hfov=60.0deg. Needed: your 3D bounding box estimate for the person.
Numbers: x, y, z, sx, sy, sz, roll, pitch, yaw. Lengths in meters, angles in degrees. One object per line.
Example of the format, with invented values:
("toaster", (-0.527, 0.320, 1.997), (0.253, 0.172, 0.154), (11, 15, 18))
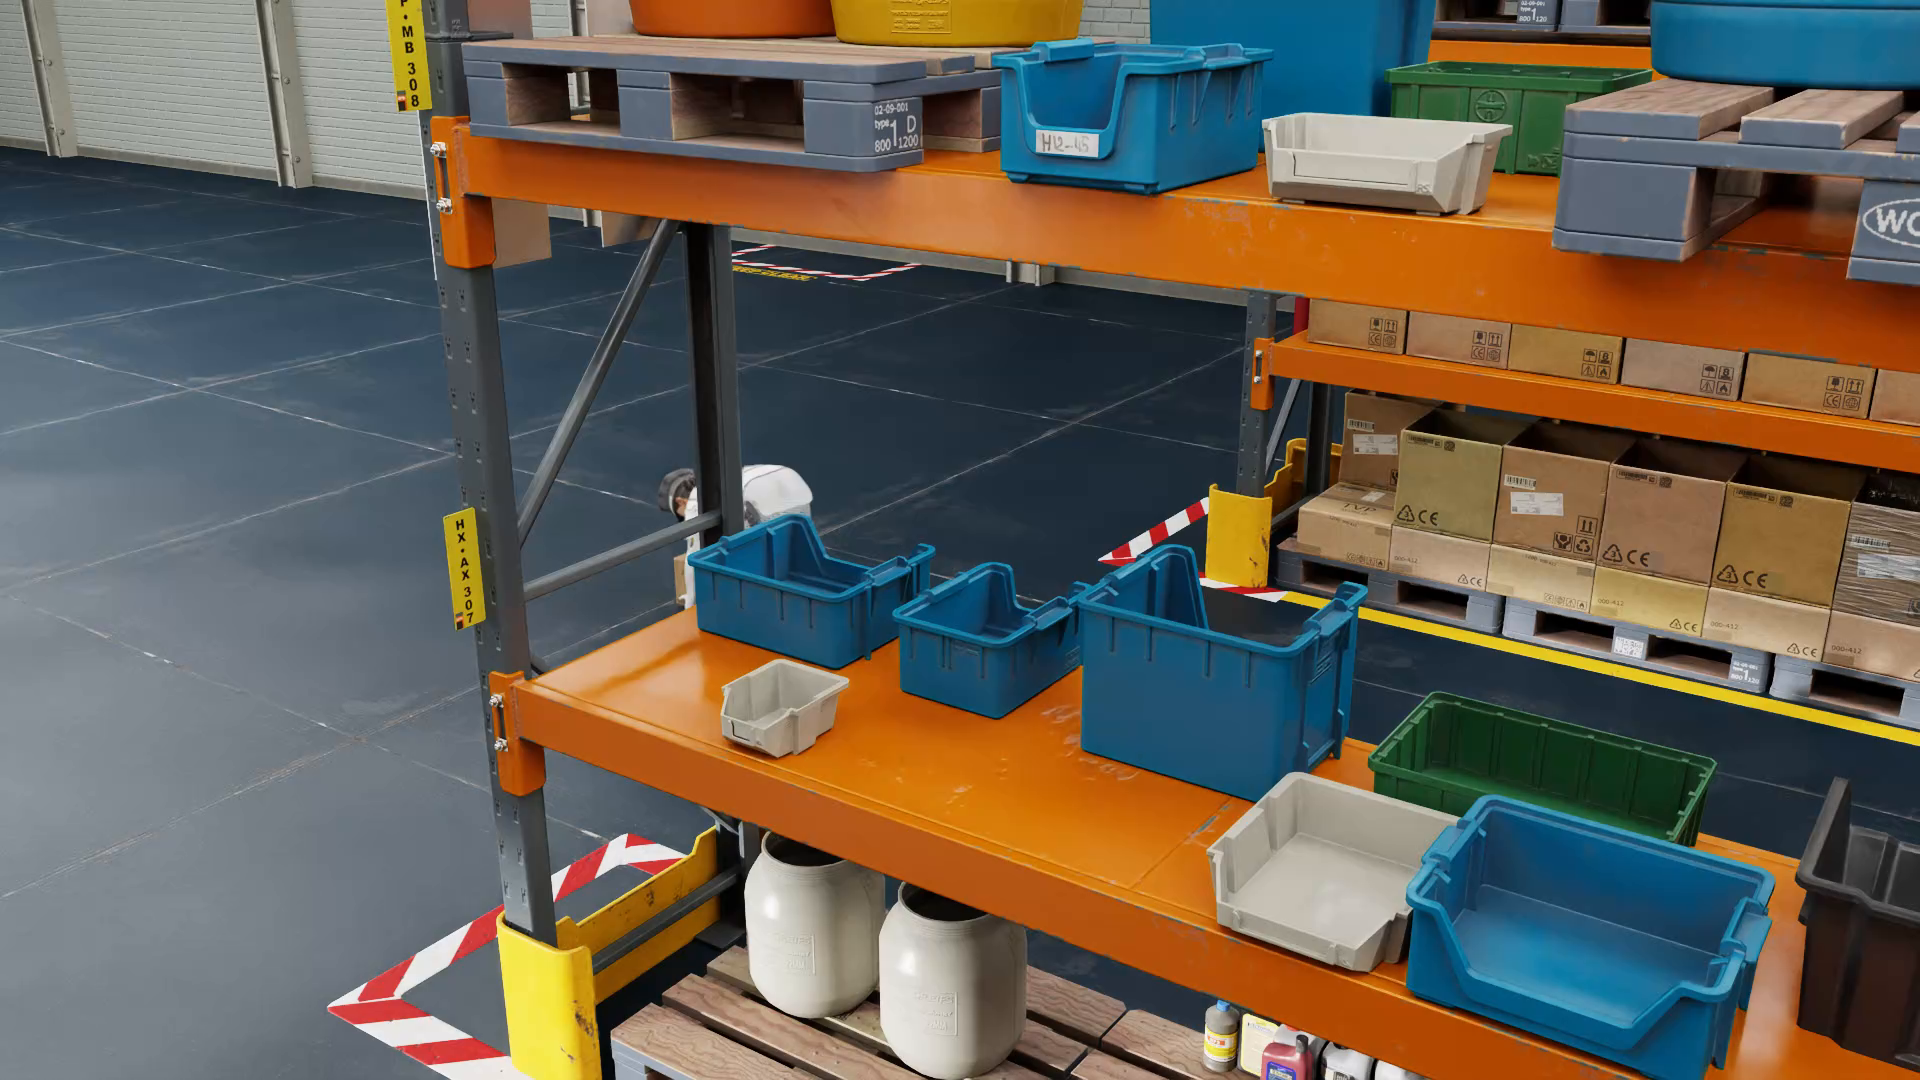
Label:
("person", (-1.121, 0.011, 8.271), (0.888, 0.841, 0.523), (12, 23, 30))
